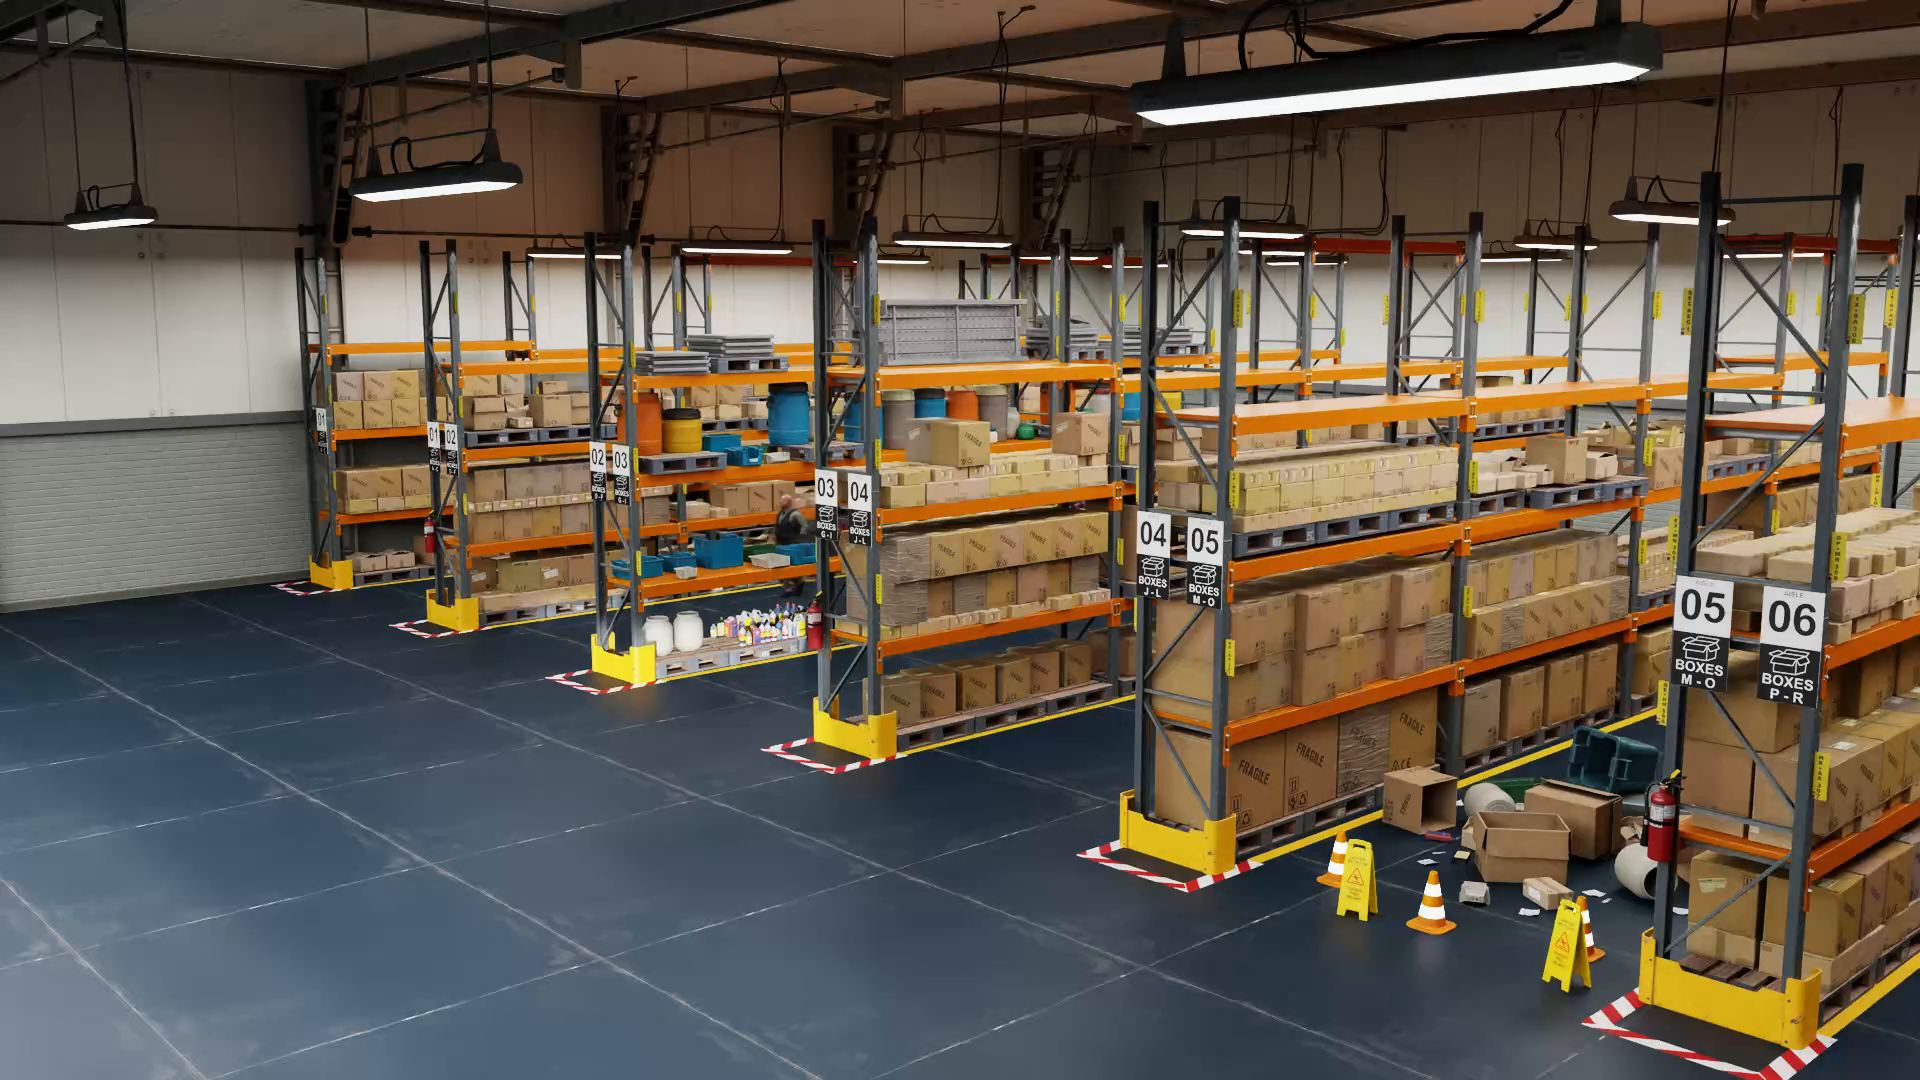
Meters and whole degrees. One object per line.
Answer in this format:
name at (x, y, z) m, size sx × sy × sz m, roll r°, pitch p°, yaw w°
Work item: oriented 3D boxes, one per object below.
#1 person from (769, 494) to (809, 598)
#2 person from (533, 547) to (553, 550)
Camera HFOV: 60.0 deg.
person at (-2.789, 0.105, 26.916) m, size 0.692 × 1.694 × 0.552 m, roll 8°, pitch 12°, yaw 44°
person at (-7.234, 0.046, 29.001) m, size 0.915 × 1.750 × 0.667 m, roll -7°, pitch 11°, yaw -42°
